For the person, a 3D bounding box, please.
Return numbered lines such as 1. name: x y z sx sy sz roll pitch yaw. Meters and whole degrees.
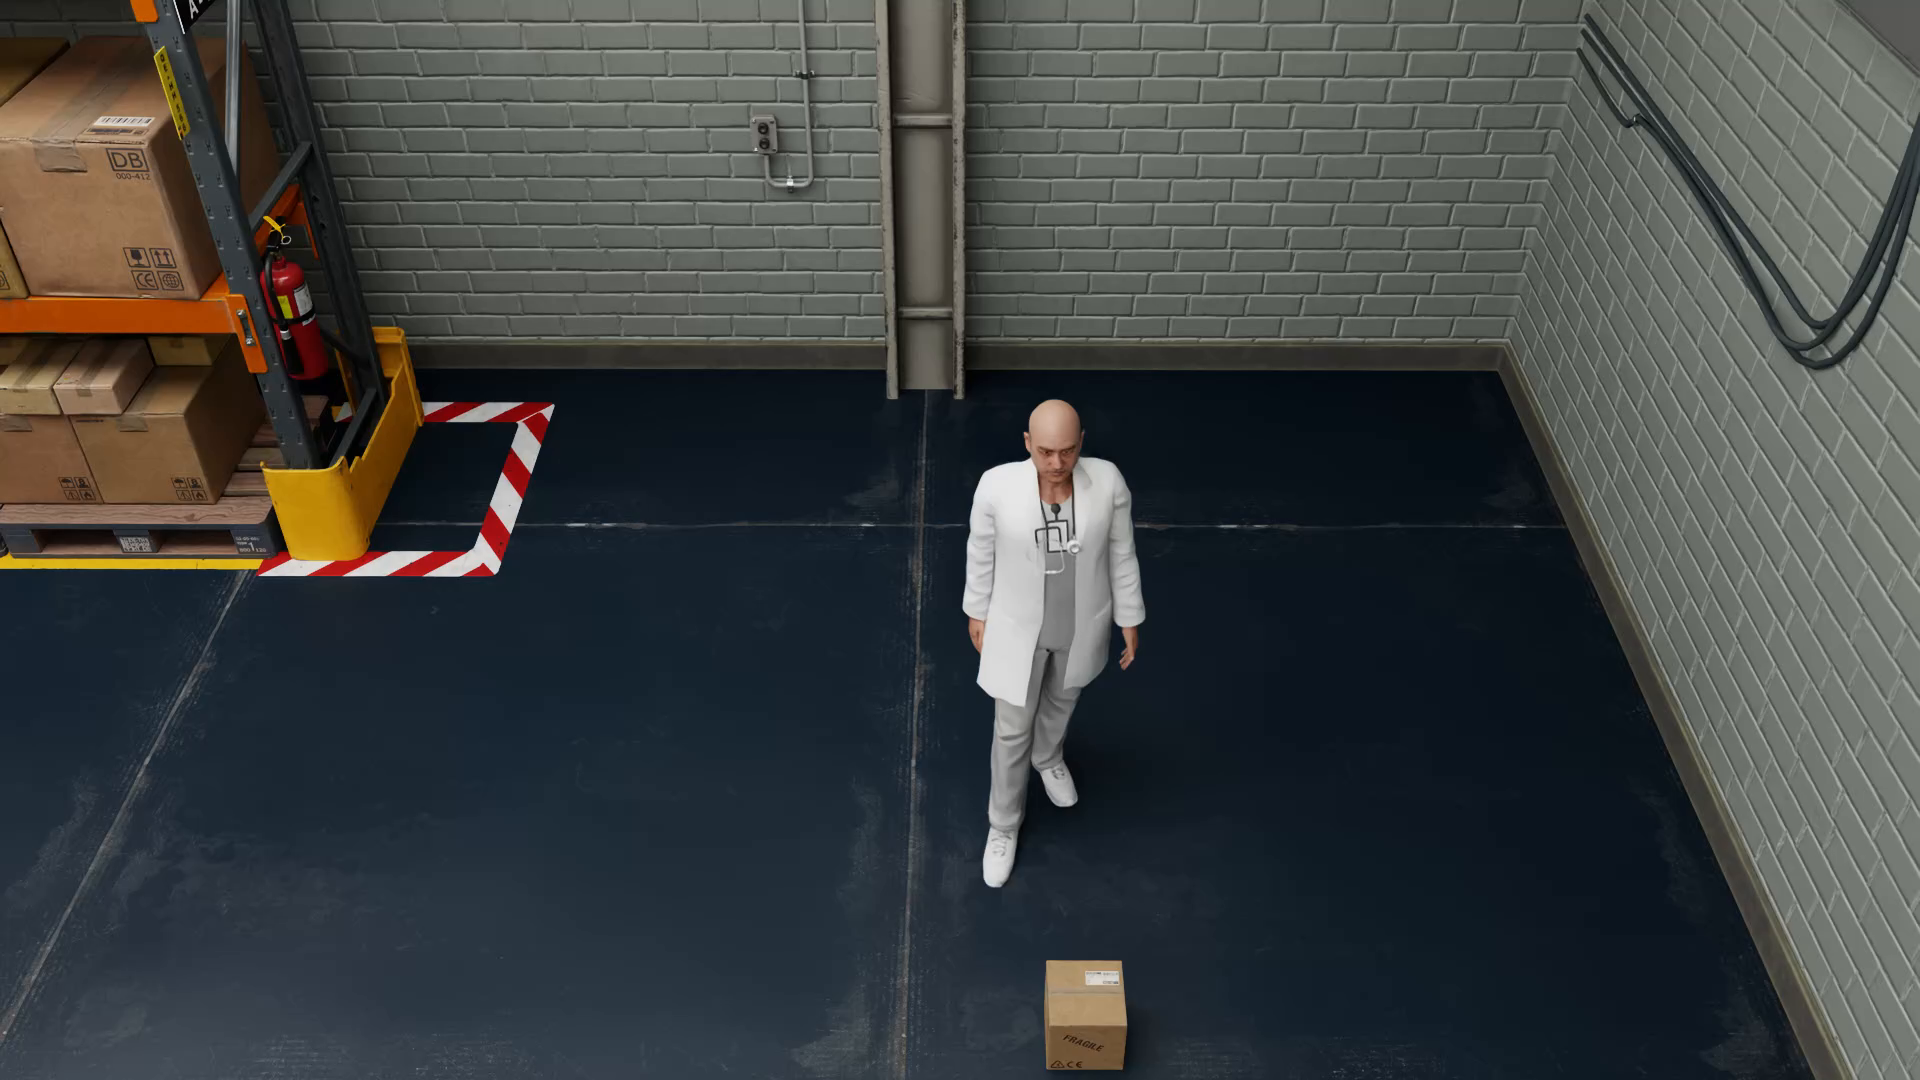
1. person: 0.342 0.338 5.754 0.616 1.804 0.673 -6 39 -7
